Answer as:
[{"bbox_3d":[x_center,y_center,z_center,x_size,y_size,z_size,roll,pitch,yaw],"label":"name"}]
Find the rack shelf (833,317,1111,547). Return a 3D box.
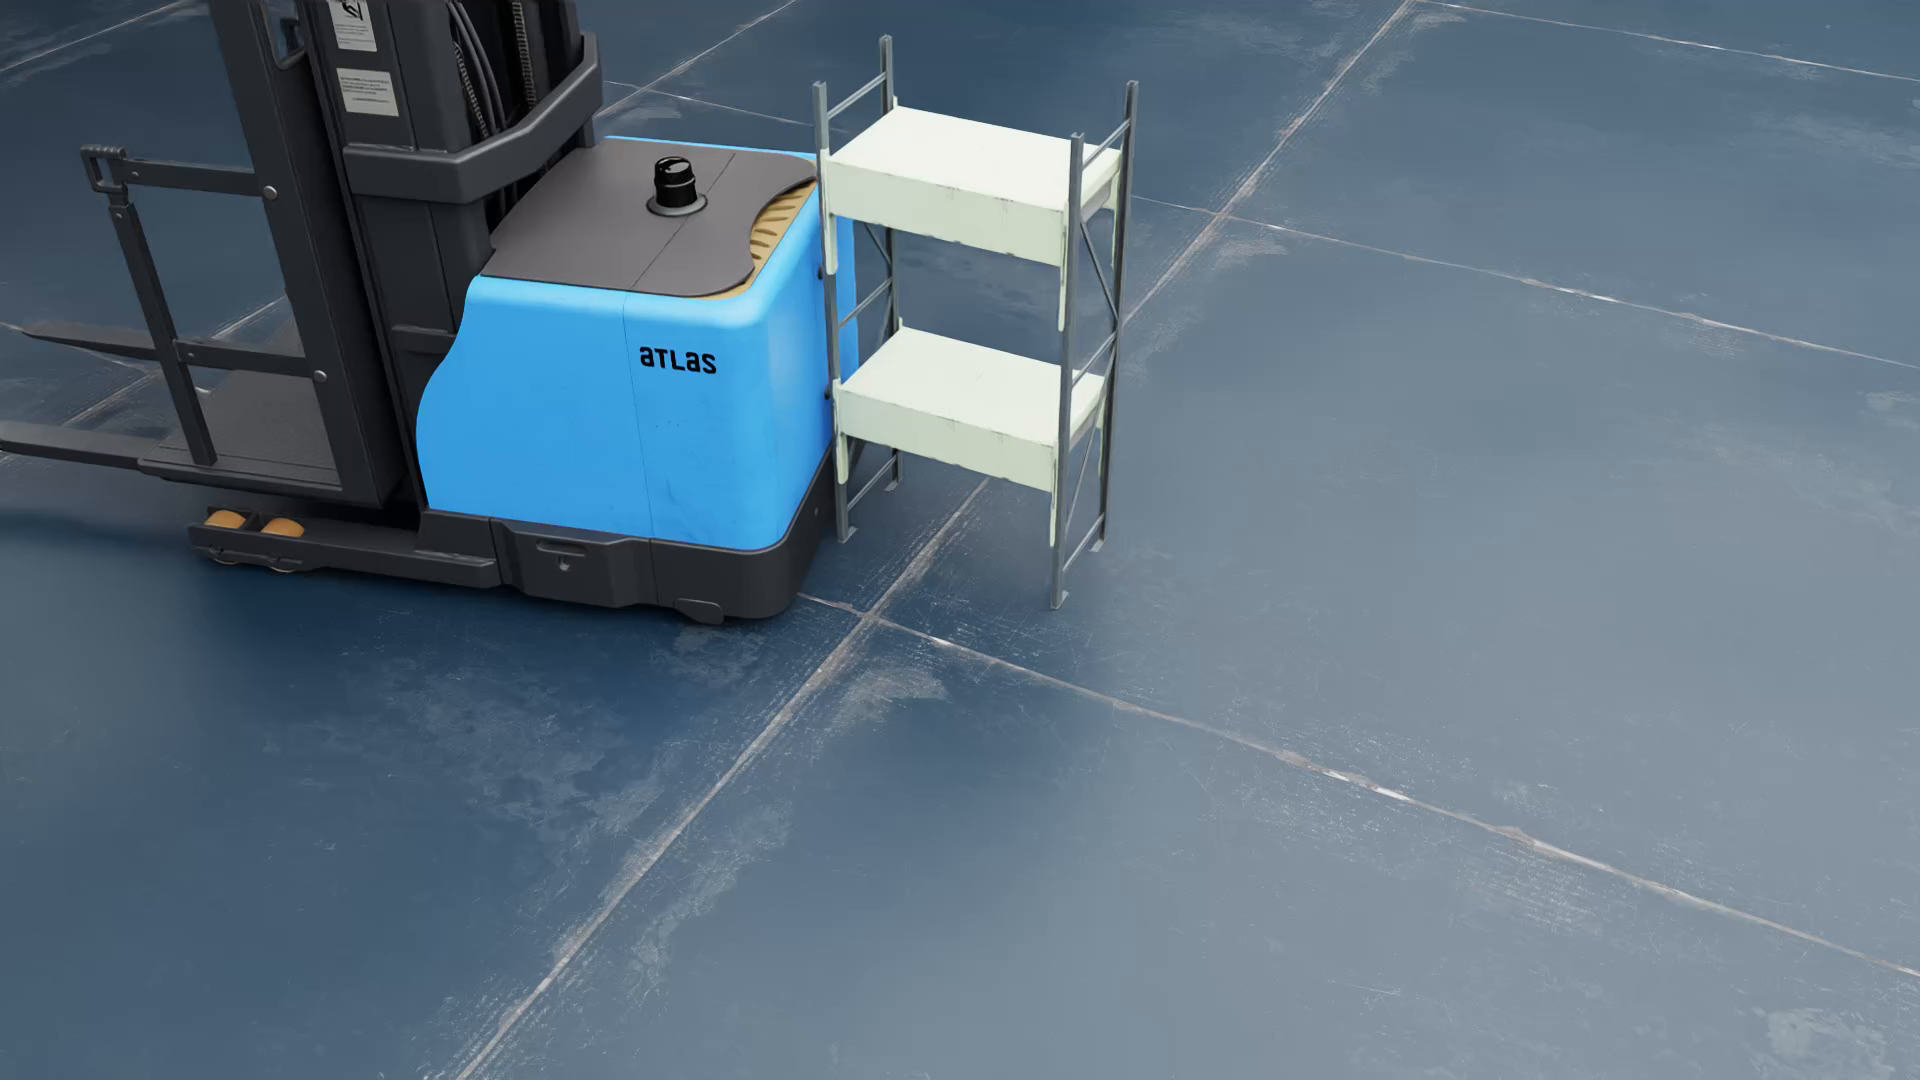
[{"bbox_3d":[0.041,-0.335,4.990,0.720,0.370,0.431,17,40,21],"label":"rack shelf"}]

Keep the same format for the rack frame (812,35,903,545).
[{"bbox_3d":[-0.287,-0.693,4.922,0.023,1.500,0.400,17,40,21],"label":"rack frame"}]

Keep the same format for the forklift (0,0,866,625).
[{"bbox_3d":[-1.885,-1.371,4.631,3.031,2.935,1.130,7,38,10],"label":"forklift"}]

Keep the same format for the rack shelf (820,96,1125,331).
[{"bbox_3d":[0.041,-0.905,4.557,0.720,0.370,0.431,17,40,21],"label":"rack shelf"}]

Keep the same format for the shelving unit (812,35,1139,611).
[{"bbox_3d":[0.041,-0.595,4.793,0.755,1.500,0.431,17,40,21],"label":"shelving unit"}]

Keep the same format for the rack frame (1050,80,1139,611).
[{"bbox_3d":[0.369,-0.496,4.663,0.023,1.500,0.400,17,40,21],"label":"rack frame"}]
